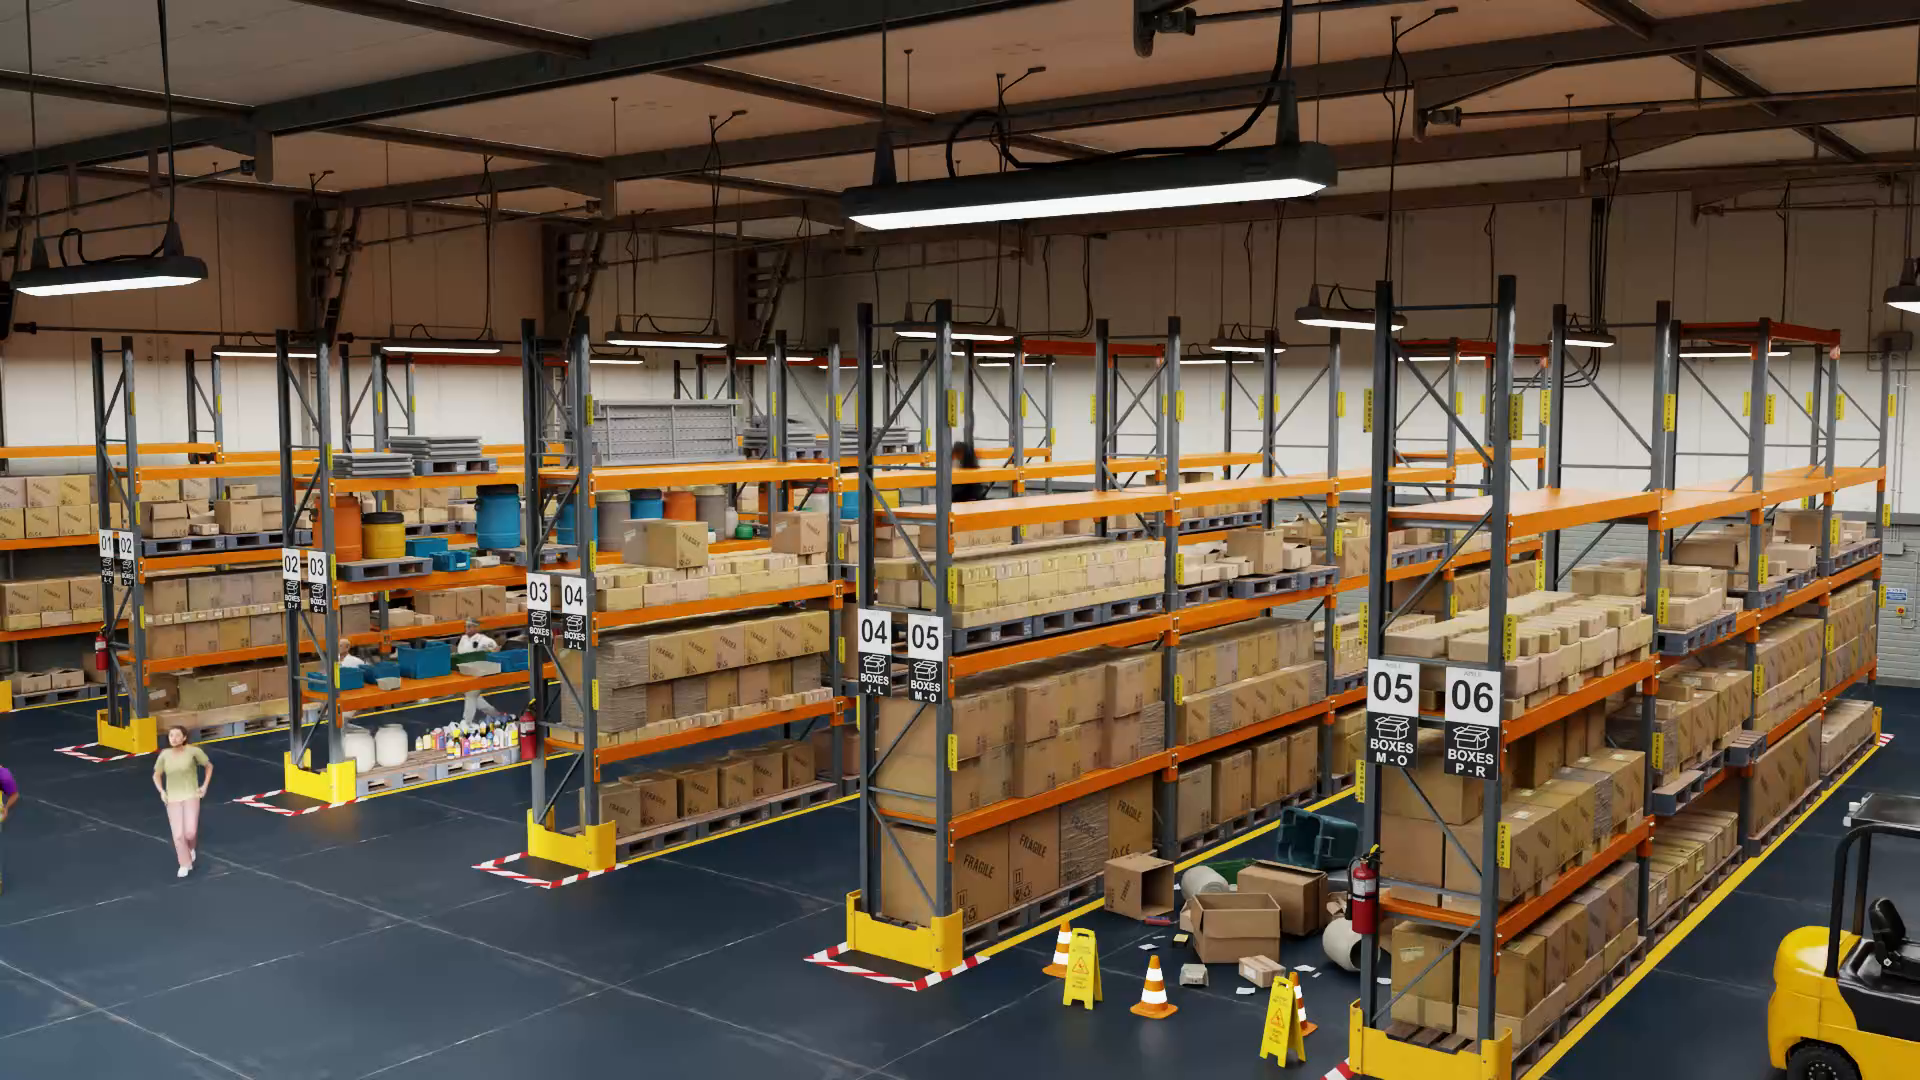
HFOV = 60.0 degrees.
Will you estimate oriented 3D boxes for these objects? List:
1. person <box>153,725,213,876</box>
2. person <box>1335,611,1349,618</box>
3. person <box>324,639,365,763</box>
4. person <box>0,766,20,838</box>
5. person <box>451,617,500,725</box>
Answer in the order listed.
[{"bbox_3d":[-8.374,2.801,17.896,0.586,1.630,0.478,-1,5,-16],"label":"person"},{"bbox_3d":[6.083,1.994,26.683,0.585,1.747,0.786,3,6,33],"label":"person"},{"bbox_3d":[-8.670,2.251,23.497,0.709,1.737,0.757,2,5,20],"label":"person"},{"bbox_3d":[-9.848,2.854,16.711,0.689,1.718,0.605,-2,5,-25],"label":"person"},{"bbox_3d":[-7.418,2.054,25.338,0.659,1.791,0.967,3,6,33],"label":"person"}]
